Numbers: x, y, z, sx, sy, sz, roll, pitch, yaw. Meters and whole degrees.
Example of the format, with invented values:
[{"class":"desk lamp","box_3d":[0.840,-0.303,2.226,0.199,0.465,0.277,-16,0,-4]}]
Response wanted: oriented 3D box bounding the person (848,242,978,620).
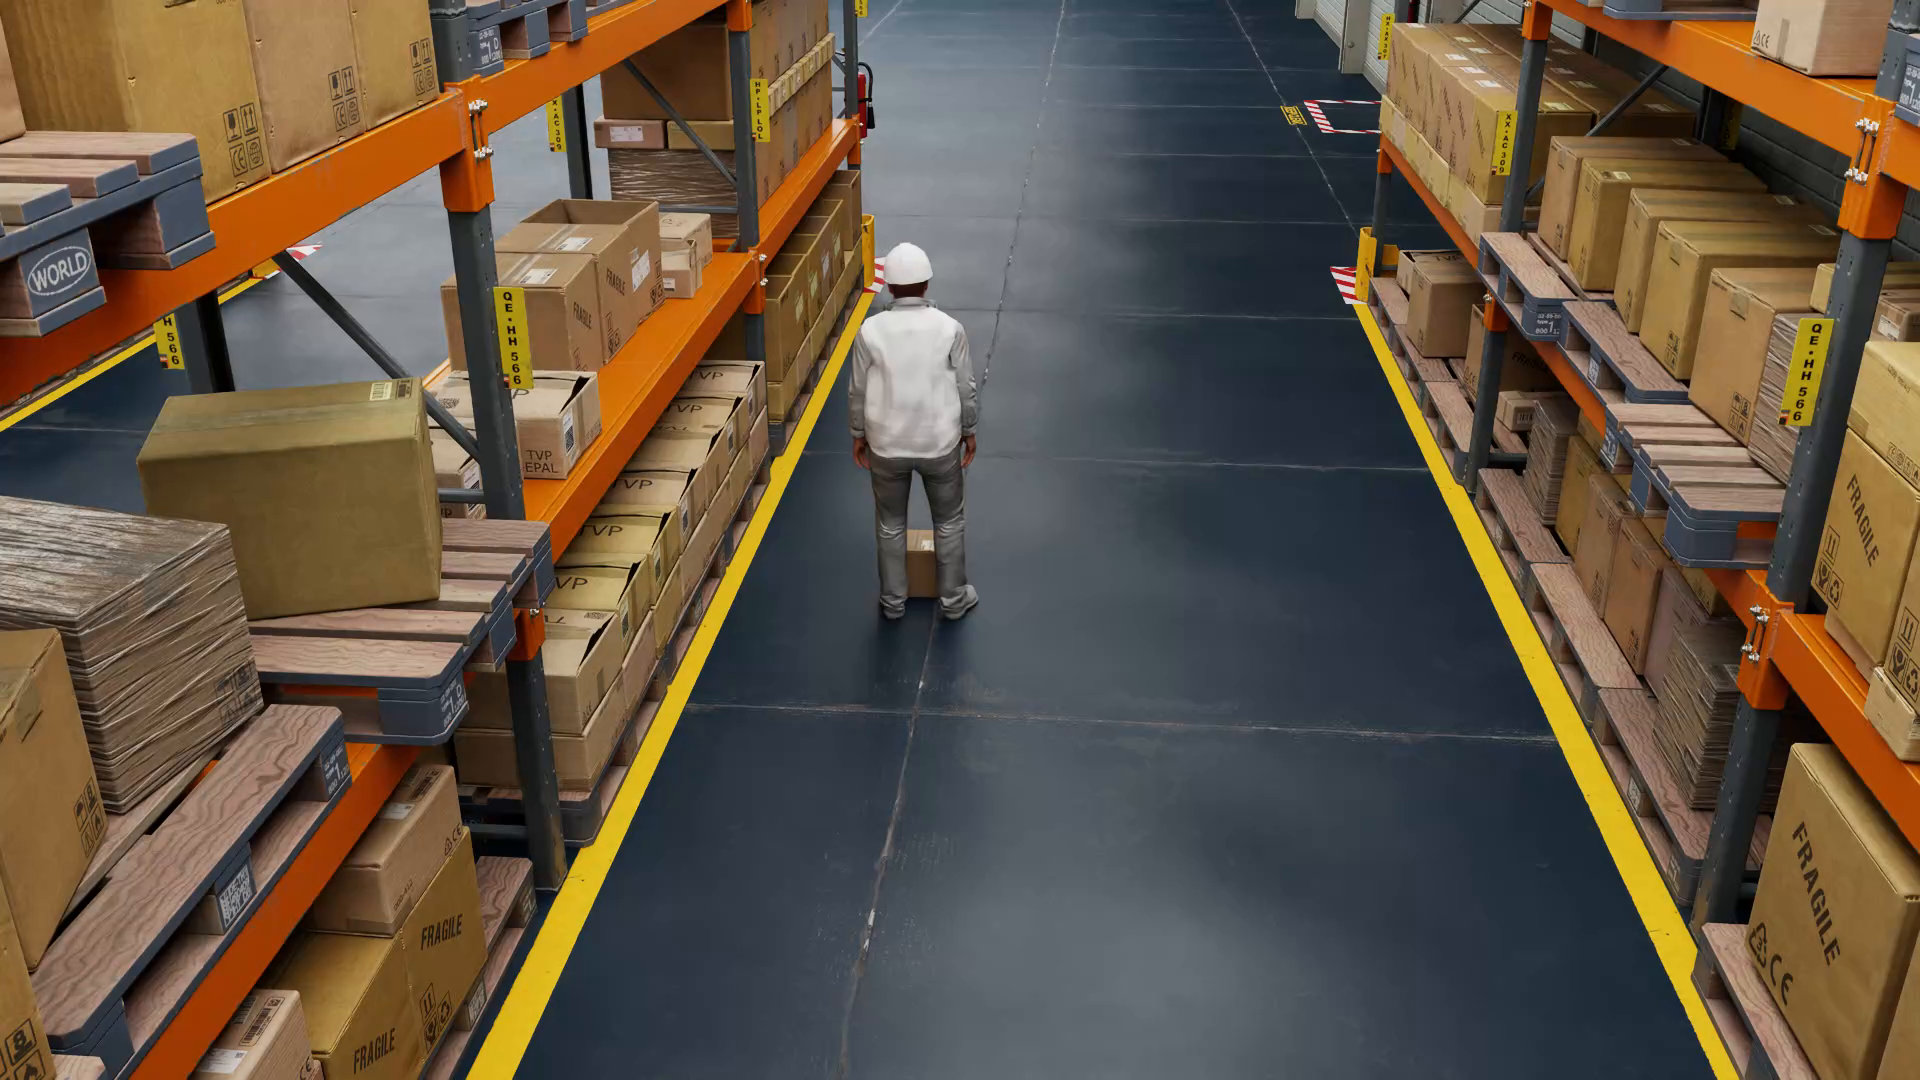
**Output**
[{"class":"person","box_3d":[-0.209,-0.470,7.610,0.594,1.771,0.464,0,24,1]}]
